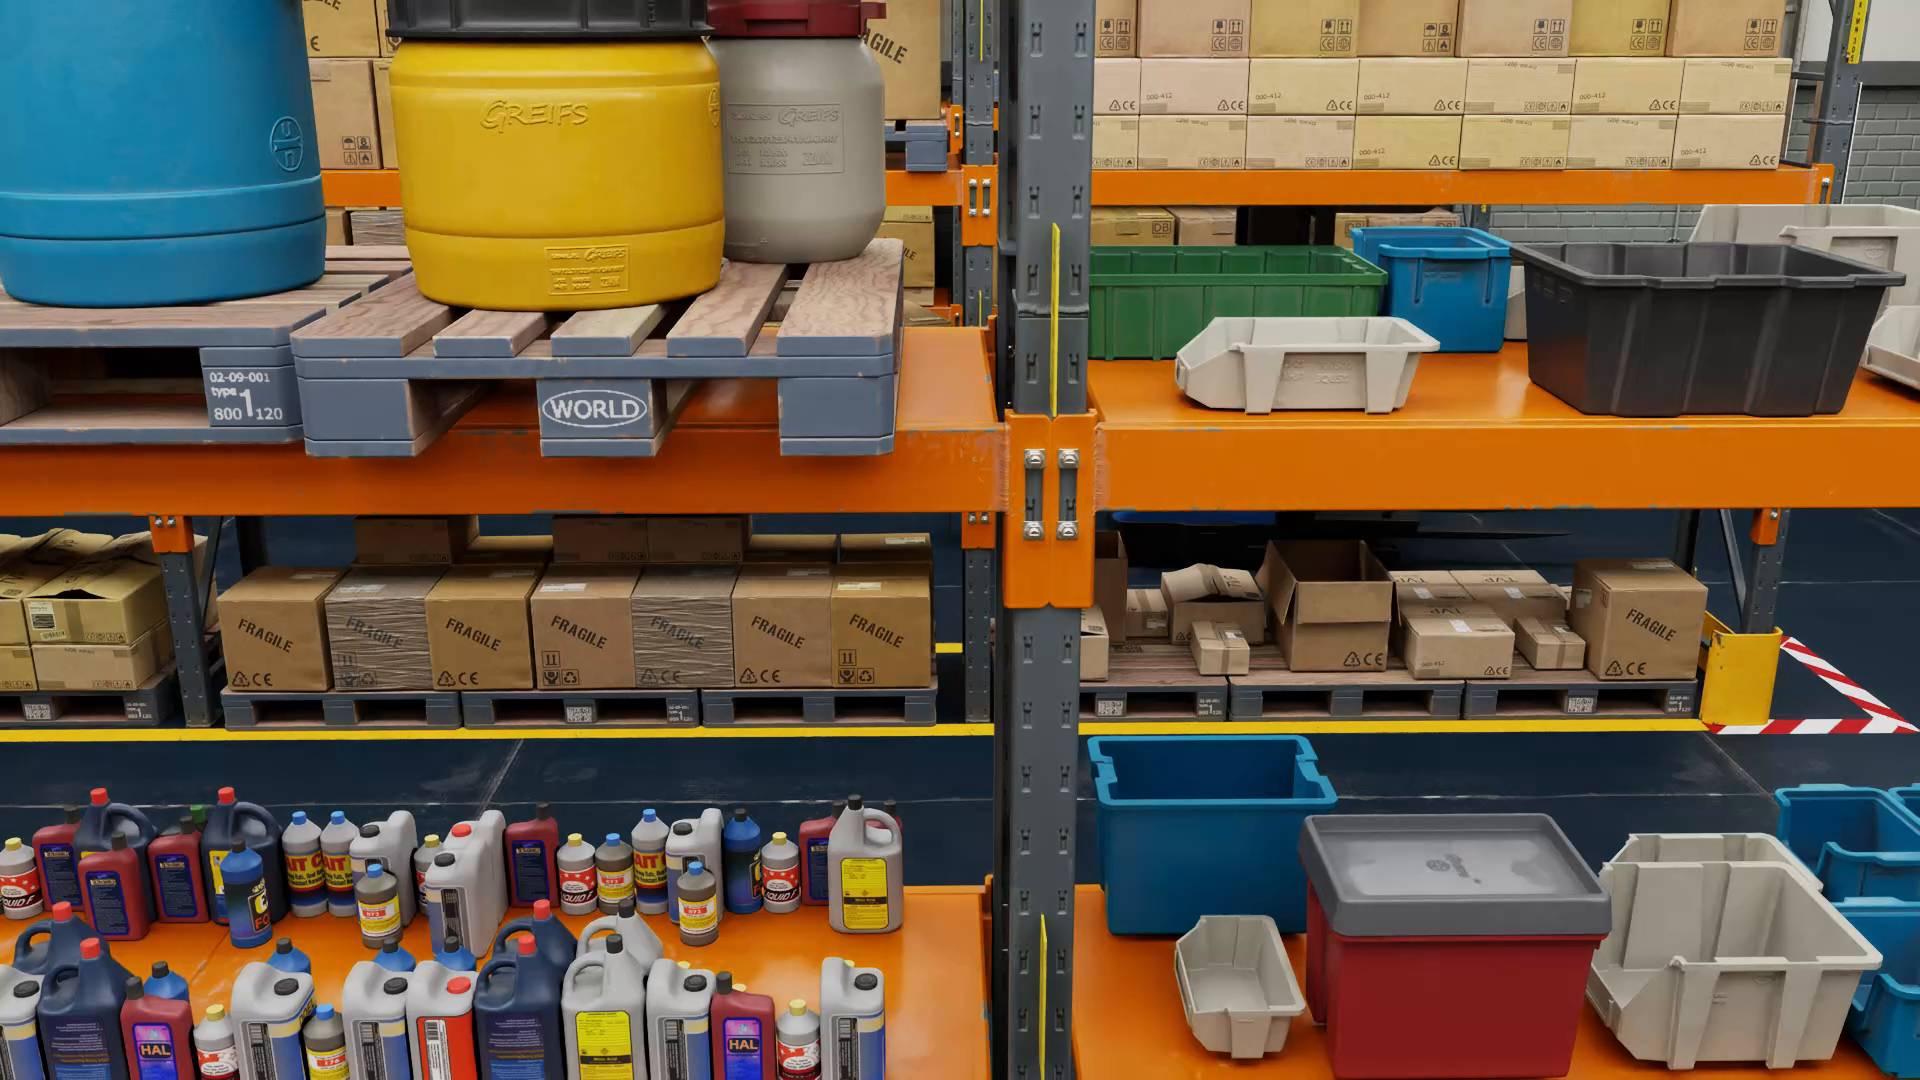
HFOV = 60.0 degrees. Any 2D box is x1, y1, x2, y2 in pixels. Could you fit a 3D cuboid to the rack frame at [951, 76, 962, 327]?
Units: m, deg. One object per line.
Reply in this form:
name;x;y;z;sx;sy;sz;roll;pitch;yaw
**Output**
rack frame;0.002;-2.145;13.323;0.127;3.000;1.000;0;18;-1

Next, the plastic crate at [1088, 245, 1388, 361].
plastic crate;0.577;-0.541;3.759;0.662;0.188;0.450;0;18;-1

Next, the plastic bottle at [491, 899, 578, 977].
plastic bottle;-0.943;0.966;3.707;0.185;0.351;0.144;0;18;-1

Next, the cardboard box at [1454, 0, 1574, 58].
cardboard box;2.570;-2.584;7.981;0.500;0.500;0.700;0;18;-1

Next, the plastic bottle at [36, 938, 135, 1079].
plastic bottle;-1.857;1.014;3.556;0.185;0.351;0.144;0;18;-1

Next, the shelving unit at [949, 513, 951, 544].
shelving unit;0.054;-0.500;11.388;0.252;1.050;0.215;0;18;-1

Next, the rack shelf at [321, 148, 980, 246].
rack shelf;-1.916;-1.708;8.228;4.000;0.370;1.077;0;18;-1

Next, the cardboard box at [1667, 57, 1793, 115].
cardboard box;3.574;-2.166;7.905;0.500;0.250;0.500;0;18;-1

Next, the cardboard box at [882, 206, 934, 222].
cardboard box;-0.461;-2.620;12.894;0.500;0.250;0.500;0;18;0

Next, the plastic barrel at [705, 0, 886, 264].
plastic barrel;-0.372;-0.886;3.578;0.433;0.535;0.433;0;18;0

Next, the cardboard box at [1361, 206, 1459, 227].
cardboard box;3.492;-2.301;13.320;0.700;0.700;0.980;1;18;2

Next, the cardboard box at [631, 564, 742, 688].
cardboard box;-1.401;0.441;8.634;0.500;0.500;0.500;0;18;0

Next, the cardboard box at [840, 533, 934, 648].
cardboard box;-0.404;0.277;9.146;0.500;0.500;0.500;-1;18;-3

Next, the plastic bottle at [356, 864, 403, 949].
plastic bottle;-1.448;0.905;4.141;0.097;0.201;0.097;0;18;0

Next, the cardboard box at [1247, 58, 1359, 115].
cardboard box;1.574;-2.155;7.871;0.500;0.250;0.500;0;18;-1

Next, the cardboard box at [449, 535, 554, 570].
cardboard box;-2.467;0.290;9.106;0.500;0.500;0.500;-1;18;-3

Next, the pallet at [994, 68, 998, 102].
pallet;0.820;-3.532;12.881;1.213;0.211;1.003;0;18;-1

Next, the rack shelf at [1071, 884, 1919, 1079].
rack shelf;2.158;1.214;4.030;4.000;0.370;1.077;0;18;-1

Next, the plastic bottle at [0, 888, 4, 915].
plastic bottle;-2.513;0.864;4.270;0.097;0.201;0.097;0;18;0

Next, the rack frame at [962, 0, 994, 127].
rack frame;0.084;-3.488;7.690;0.127;3.000;1.000;0;18;-1

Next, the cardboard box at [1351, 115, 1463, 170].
cardboard box;2.074;-1.922;7.964;0.500;0.250;0.500;0;18;-1

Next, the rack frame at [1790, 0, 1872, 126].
rack frame;4.083;-3.508;7.750;0.127;3.000;1.000;0;18;-1

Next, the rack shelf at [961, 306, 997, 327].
rack shelf;2.002;-1.812;13.463;4.000;0.370;1.077;0;18;-1

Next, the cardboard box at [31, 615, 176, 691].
cardboard box;-4.438;0.574;8.662;0.500;0.250;0.500;0;18;0

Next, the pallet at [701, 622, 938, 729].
pallet;-0.729;0.711;8.984;1.213;0.211;1.003;0;18;-1

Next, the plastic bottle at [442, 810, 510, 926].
plastic bottle;-1.236;0.830;4.251;0.135;0.276;0.152;0;18;-1

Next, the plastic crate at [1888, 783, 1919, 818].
plastic crate;2.589;0.820;4.257;0.300;0.233;0.416;0;18;-1

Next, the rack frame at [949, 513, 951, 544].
rack frame;-0.068;-0.500;11.386;0.008;1.050;0.200;0;18;-1

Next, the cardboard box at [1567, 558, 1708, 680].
cardboard box;3.544;0.407;8.739;0.500;0.500;0.500;0;18;-1

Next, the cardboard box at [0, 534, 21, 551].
cardboard box;-5.479;0.149;9.067;0.500;0.311;0.500;-1;18;-2

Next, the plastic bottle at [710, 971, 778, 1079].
plastic bottle;-0.461;1.052;3.548;0.133;0.283;0.061;0;18;-1

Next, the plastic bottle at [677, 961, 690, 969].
plastic bottle;-0.616;1.040;3.720;0.097;0.201;0.097;0;18;0

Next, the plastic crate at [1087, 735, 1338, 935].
plastic crate;0.620;0.754;4.215;0.575;0.384;0.392;0;18;-1

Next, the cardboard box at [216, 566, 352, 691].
cardboard box;-3.456;0.453;8.596;0.500;0.500;0.500;0;18;1

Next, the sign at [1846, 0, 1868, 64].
sign;4.072;-2.331;7.545;0.005;0.325;0.100;0;18;-1

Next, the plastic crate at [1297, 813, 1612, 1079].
plastic crate;1.055;0.894;3.646;0.583;0.464;0.402;0;18;-1

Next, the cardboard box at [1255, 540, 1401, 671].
cardboard box;1.962;0.337;8.954;0.637;0.503;0.797;0;18;-1

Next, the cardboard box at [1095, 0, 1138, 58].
cardboard box;0.569;-2.598;8.024;0.500;0.500;0.700;0;18;-1

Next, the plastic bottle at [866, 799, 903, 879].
plastic bottle;-0.215;0.808;4.309;0.133;0.283;0.061;0;18;-1

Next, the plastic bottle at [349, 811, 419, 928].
plastic bottle;-1.468;0.832;4.248;0.135;0.276;0.152;0;18;-1

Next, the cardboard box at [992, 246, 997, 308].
cardboard box;0.545;-2.285;13.270;0.700;0.700;0.980;0;18;0

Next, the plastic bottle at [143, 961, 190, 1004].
plastic bottle;-1.716;1.040;3.606;0.097;0.271;0.097;0;18;0

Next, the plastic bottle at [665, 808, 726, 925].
plastic bottle;-0.676;0.828;4.260;0.135;0.276;0.152;0;18;-1

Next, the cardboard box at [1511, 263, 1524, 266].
cardboard box;2.619;-1.082;8.210;0.500;0.500;0.500;0;18;1

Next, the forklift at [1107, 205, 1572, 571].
forklift;2.537;-1.352;10.965;3.031;2.935;1.130;1;18;3

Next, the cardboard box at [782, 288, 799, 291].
cardboard box;-1.352;-1.951;13.096;0.250;0.149;0.380;0;18;-1

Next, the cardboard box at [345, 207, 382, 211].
cardboard box;-4.663;-2.675;13.028;0.250;0.149;0.380;-3;18;-10

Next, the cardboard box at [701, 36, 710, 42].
cardboard box;-1.089;-2.365;8.085;0.600;0.600;0.600;0;18;-1

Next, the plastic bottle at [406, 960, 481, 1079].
plastic bottle;-1.100;1.045;3.583;0.135;0.276;0.152;0;18;-1
